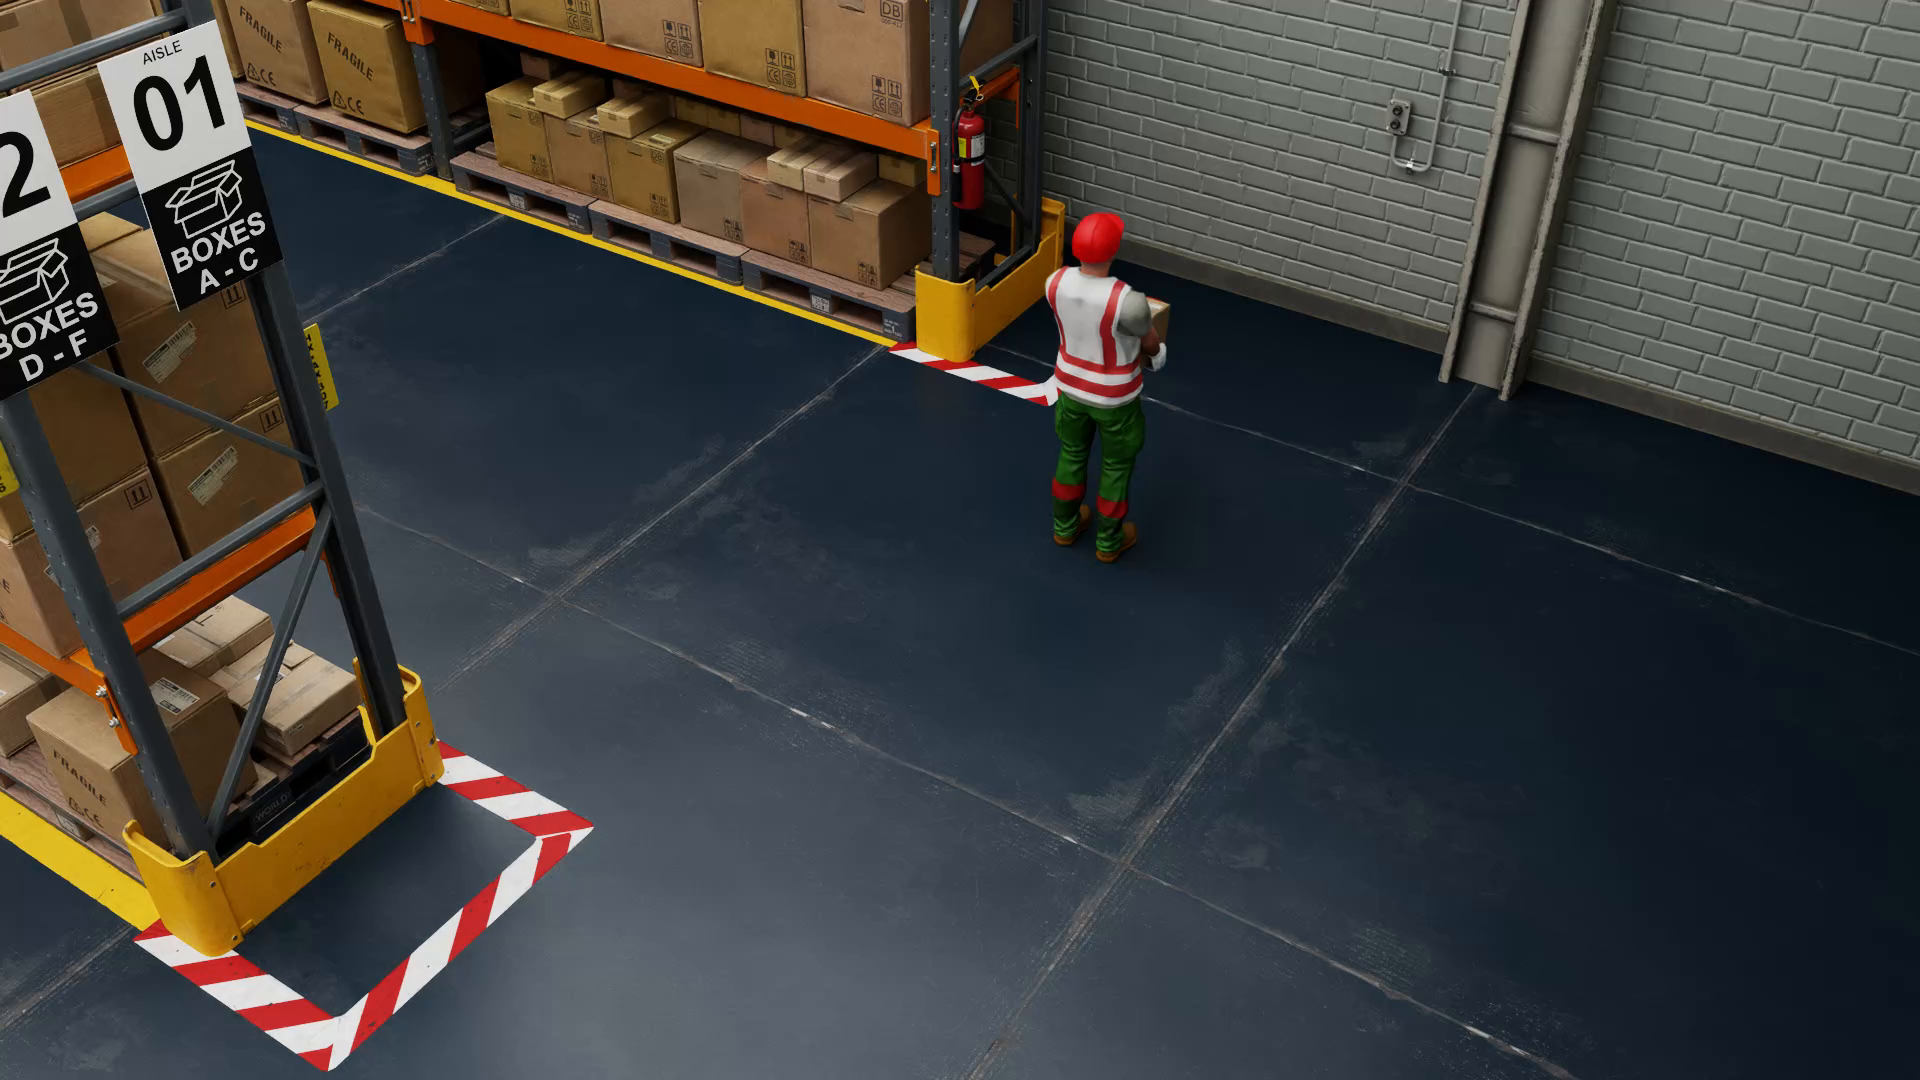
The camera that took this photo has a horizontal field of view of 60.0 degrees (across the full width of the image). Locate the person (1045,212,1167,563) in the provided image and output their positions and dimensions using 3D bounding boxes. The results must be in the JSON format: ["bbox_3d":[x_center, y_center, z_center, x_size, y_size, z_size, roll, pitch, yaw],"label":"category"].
[{"bbox_3d":[0.671,-0.741,7.612,0.494,1.782,0.561,22,43,26],"label":"person"}]
